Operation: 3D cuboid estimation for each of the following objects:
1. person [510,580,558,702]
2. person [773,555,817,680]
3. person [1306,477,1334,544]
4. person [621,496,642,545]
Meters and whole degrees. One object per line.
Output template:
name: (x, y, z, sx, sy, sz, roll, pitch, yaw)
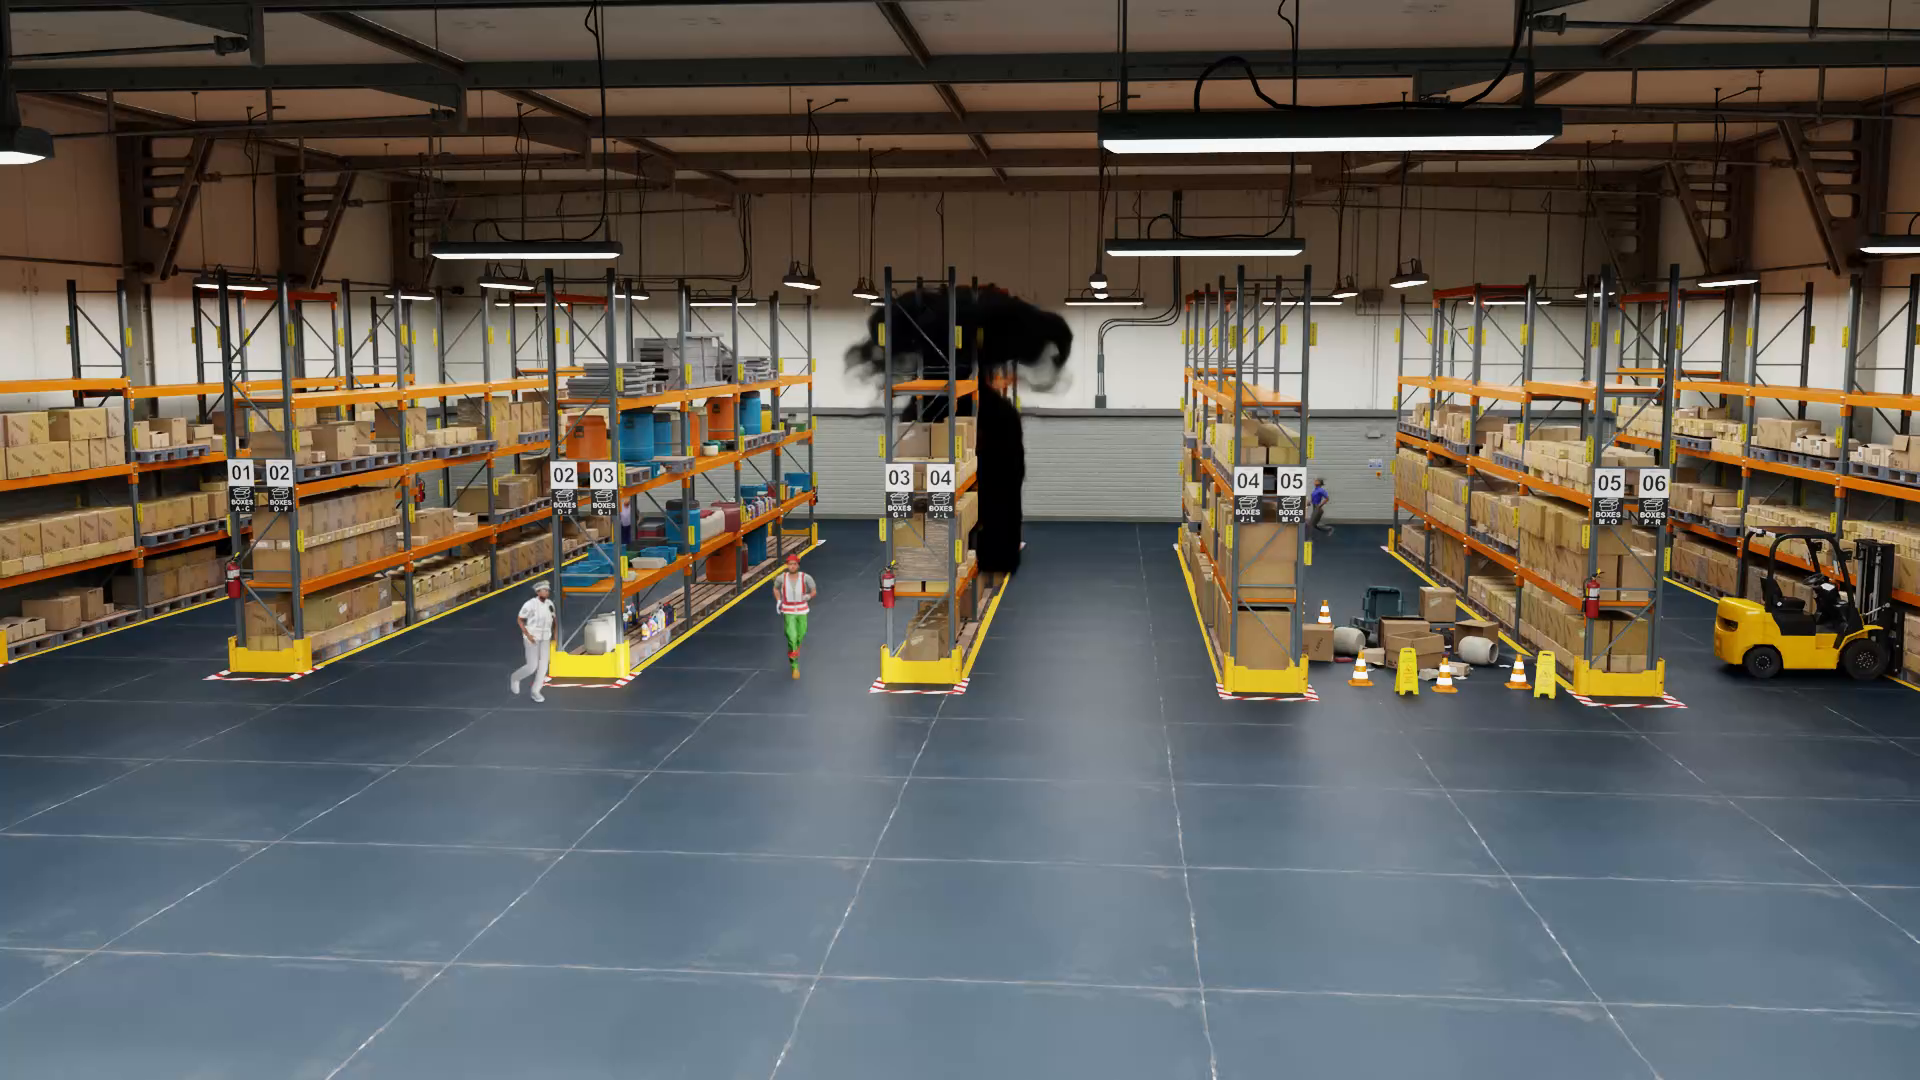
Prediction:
person: (-5.898, 1.379, 23.234, 0.634, 1.652, 0.635, 6, 9, 42)
person: (-2.440, 1.107, 24.764, 0.634, 1.803, 0.929, -1, 7, -12)
person: (8.753, -0.702, 40.450, 0.791, 1.649, 0.578, 0, 7, -2)
person: (-7.266, -0.185, 36.394, 0.614, 1.592, 0.575, 0, 7, -1)
